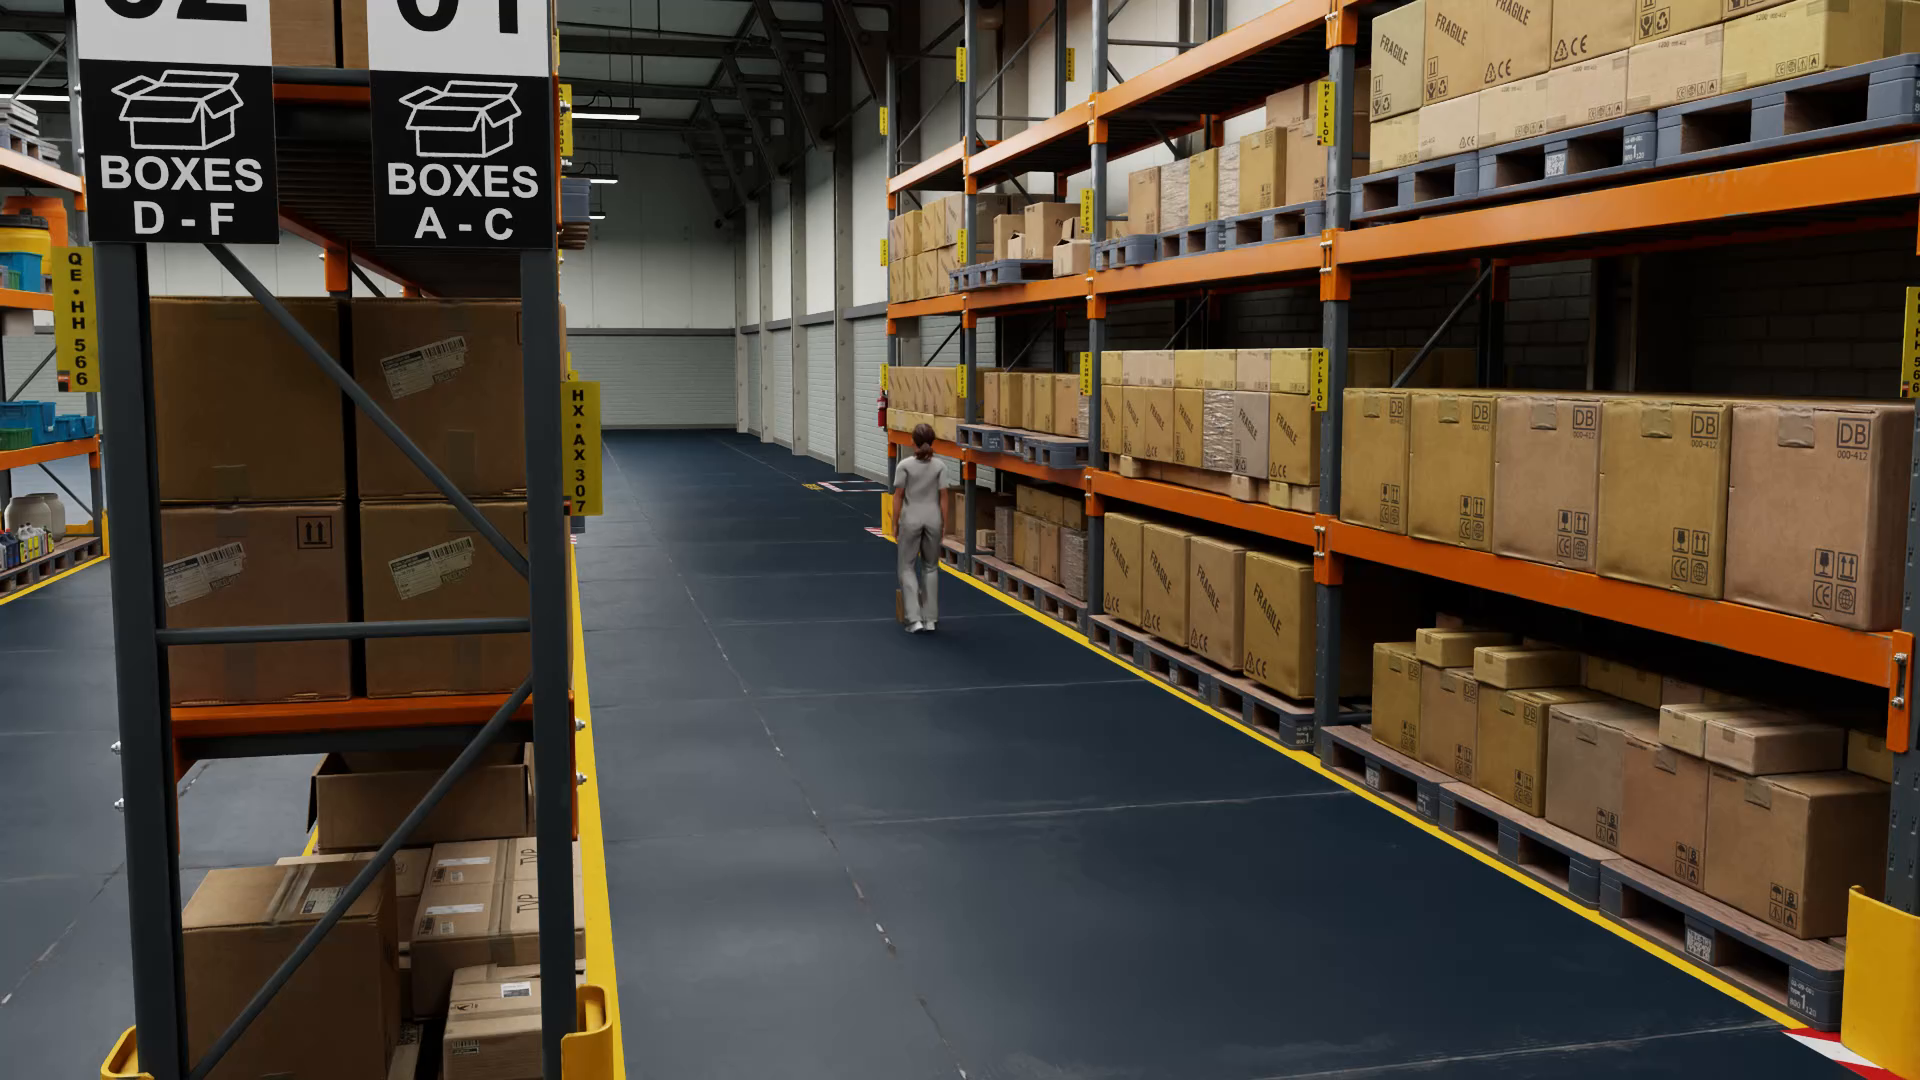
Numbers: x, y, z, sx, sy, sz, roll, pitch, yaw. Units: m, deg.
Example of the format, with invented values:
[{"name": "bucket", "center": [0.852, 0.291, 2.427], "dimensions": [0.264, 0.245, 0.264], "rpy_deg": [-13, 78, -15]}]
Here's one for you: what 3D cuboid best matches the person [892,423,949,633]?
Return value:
[{"name": "person", "center": [-0.316, -0.075, 13.190], "dimensions": [0.451, 1.707, 0.422], "rpy_deg": [-1, 6, -12]}]
